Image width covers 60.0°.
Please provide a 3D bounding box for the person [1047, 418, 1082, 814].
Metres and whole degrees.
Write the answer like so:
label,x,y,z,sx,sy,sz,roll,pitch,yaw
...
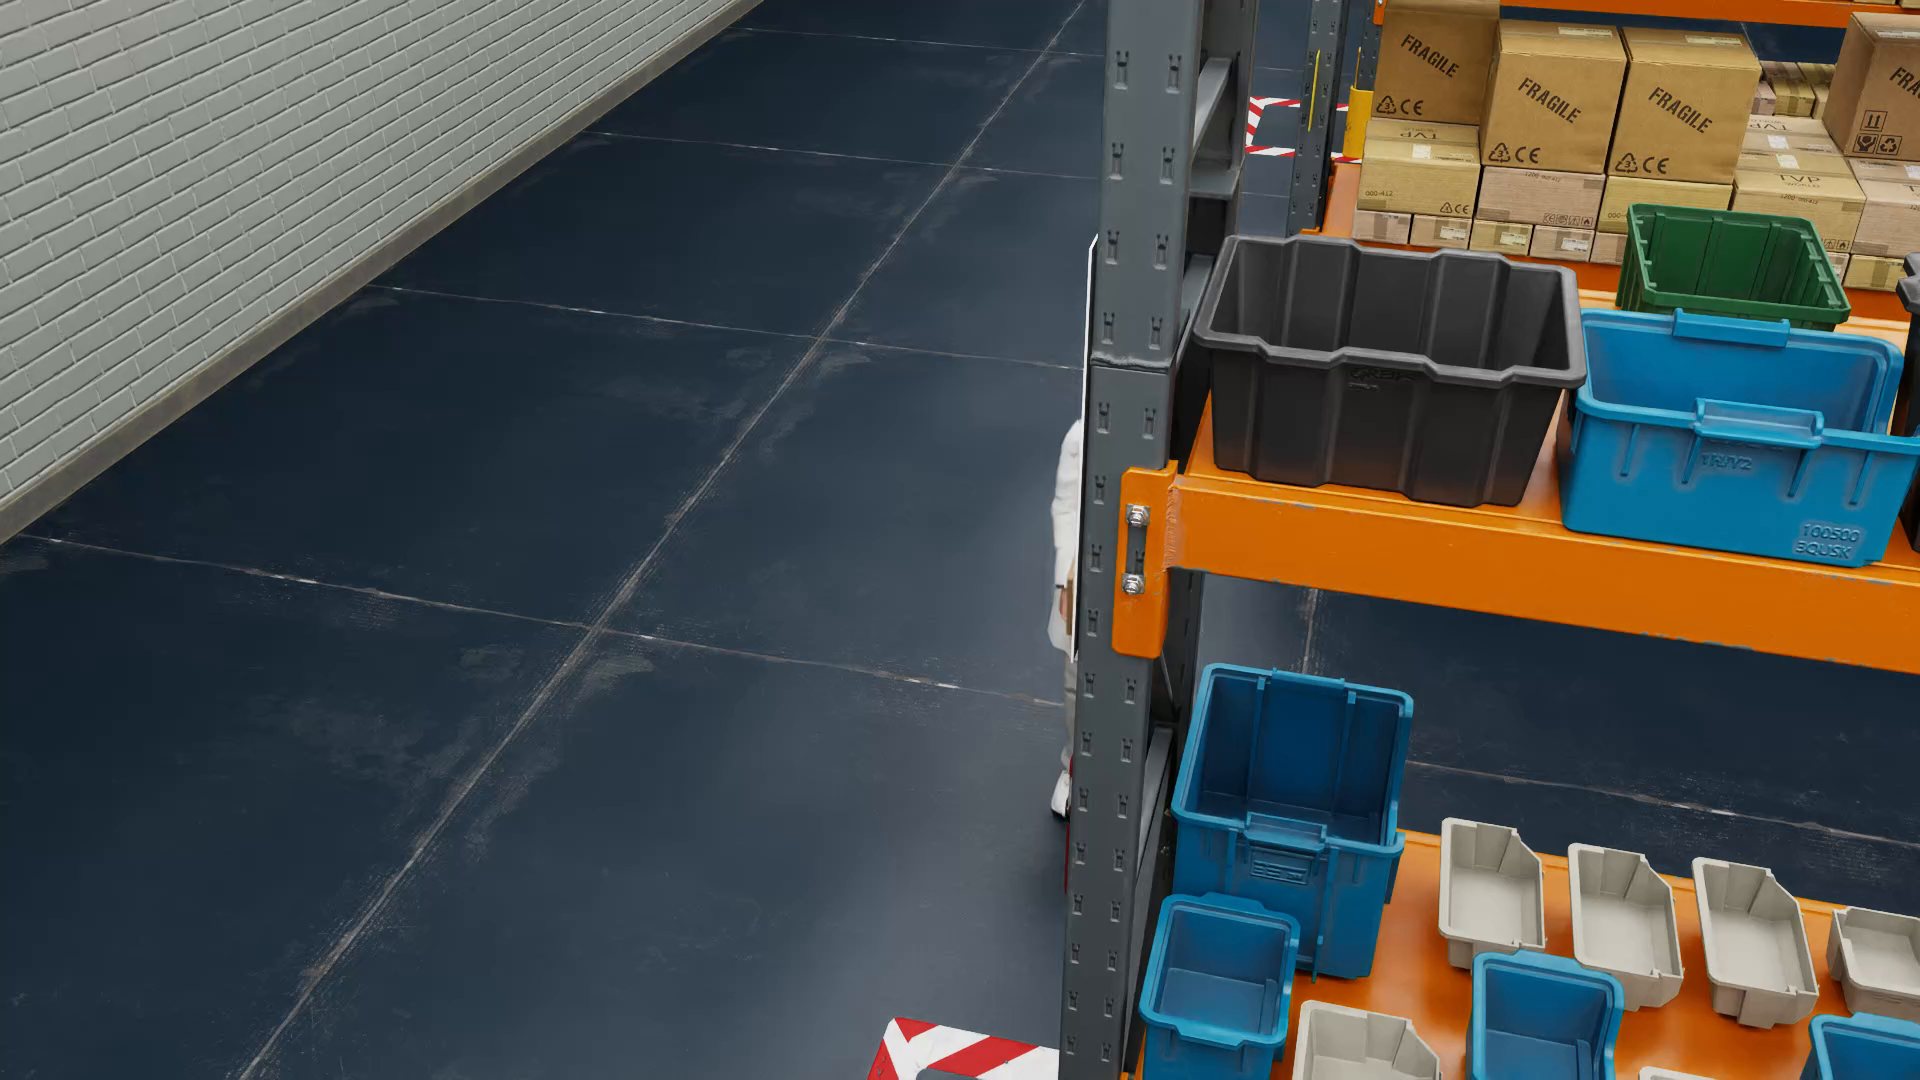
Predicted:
label,x,y,z,sx,sy,sz,roll,pitch,yaw
person,0.556,0.223,5.799,0.533,1.774,0.554,8,33,12
